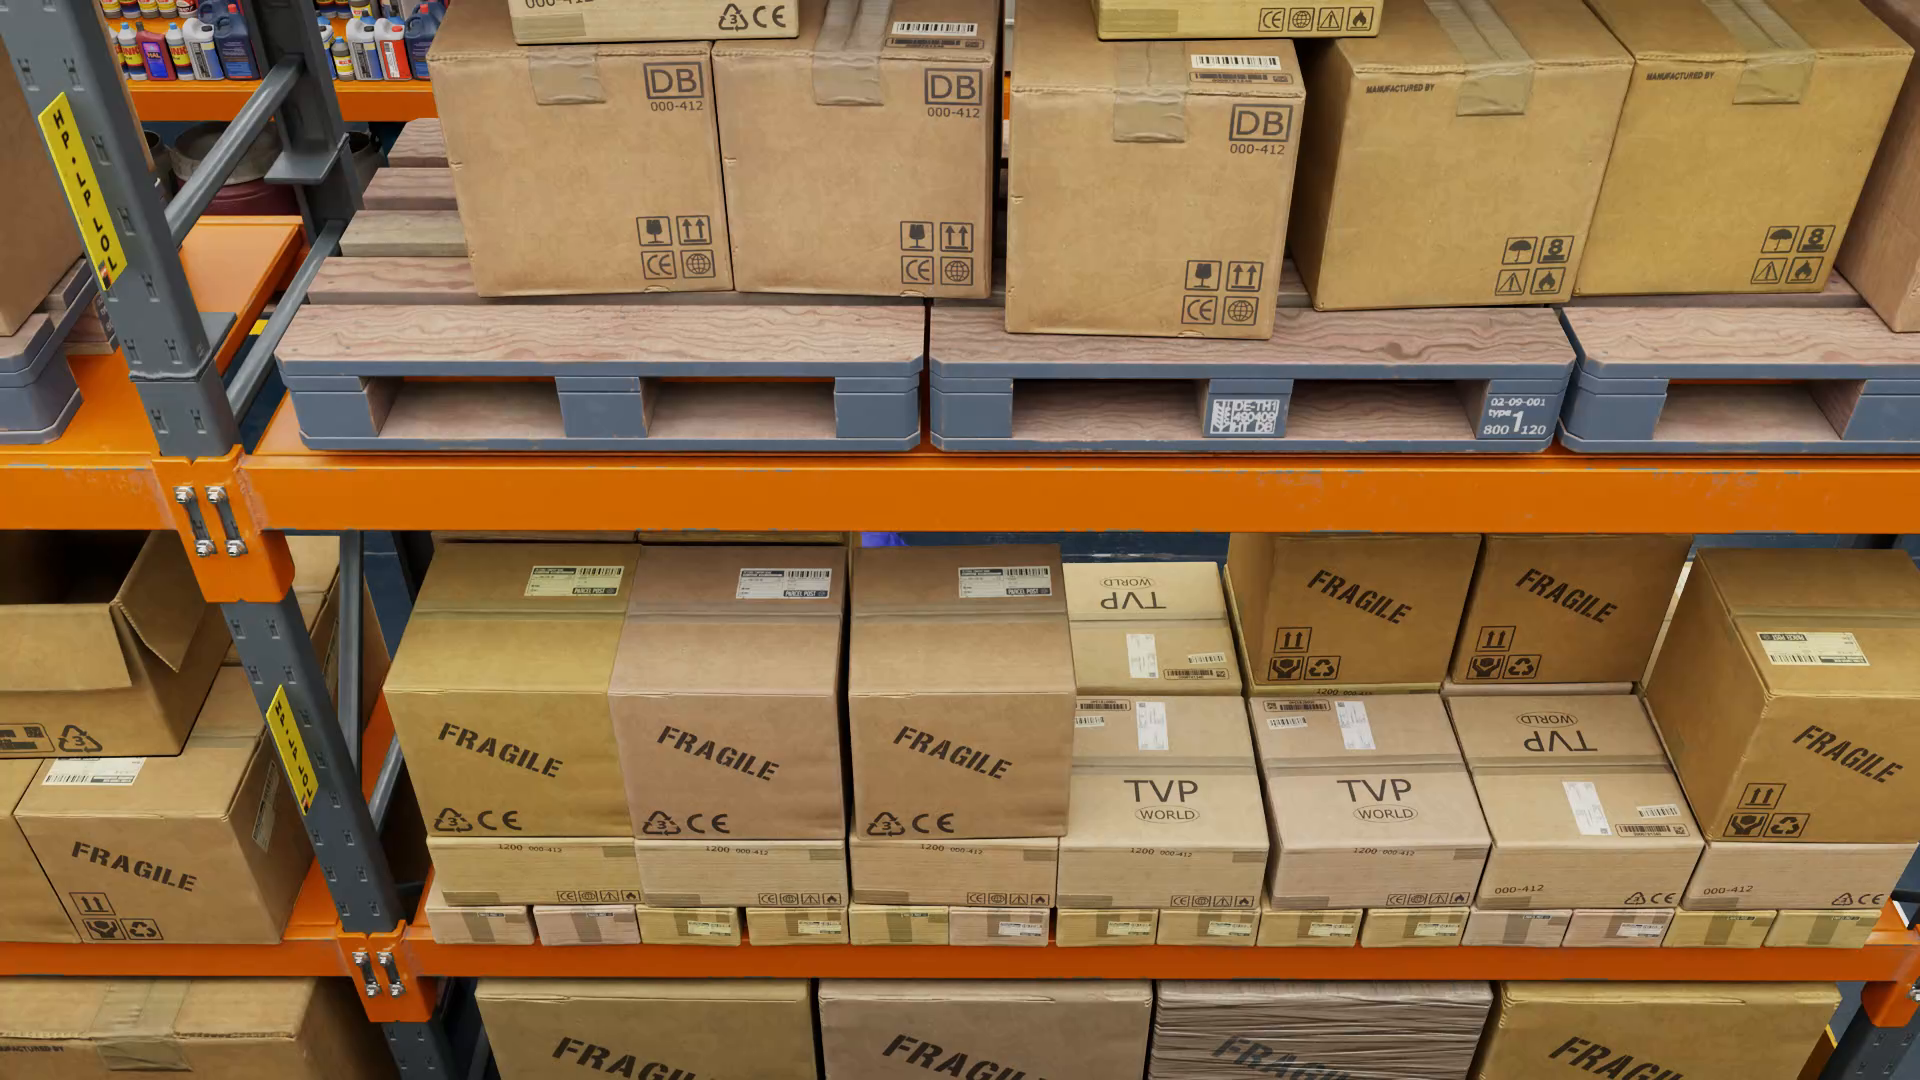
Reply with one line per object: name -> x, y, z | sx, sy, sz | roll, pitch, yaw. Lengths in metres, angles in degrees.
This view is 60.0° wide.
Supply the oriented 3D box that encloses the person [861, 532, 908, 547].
person -> -0.323, 0.360, 6.032 | 0.684, 1.277, 0.497 | 0, 40, 0
